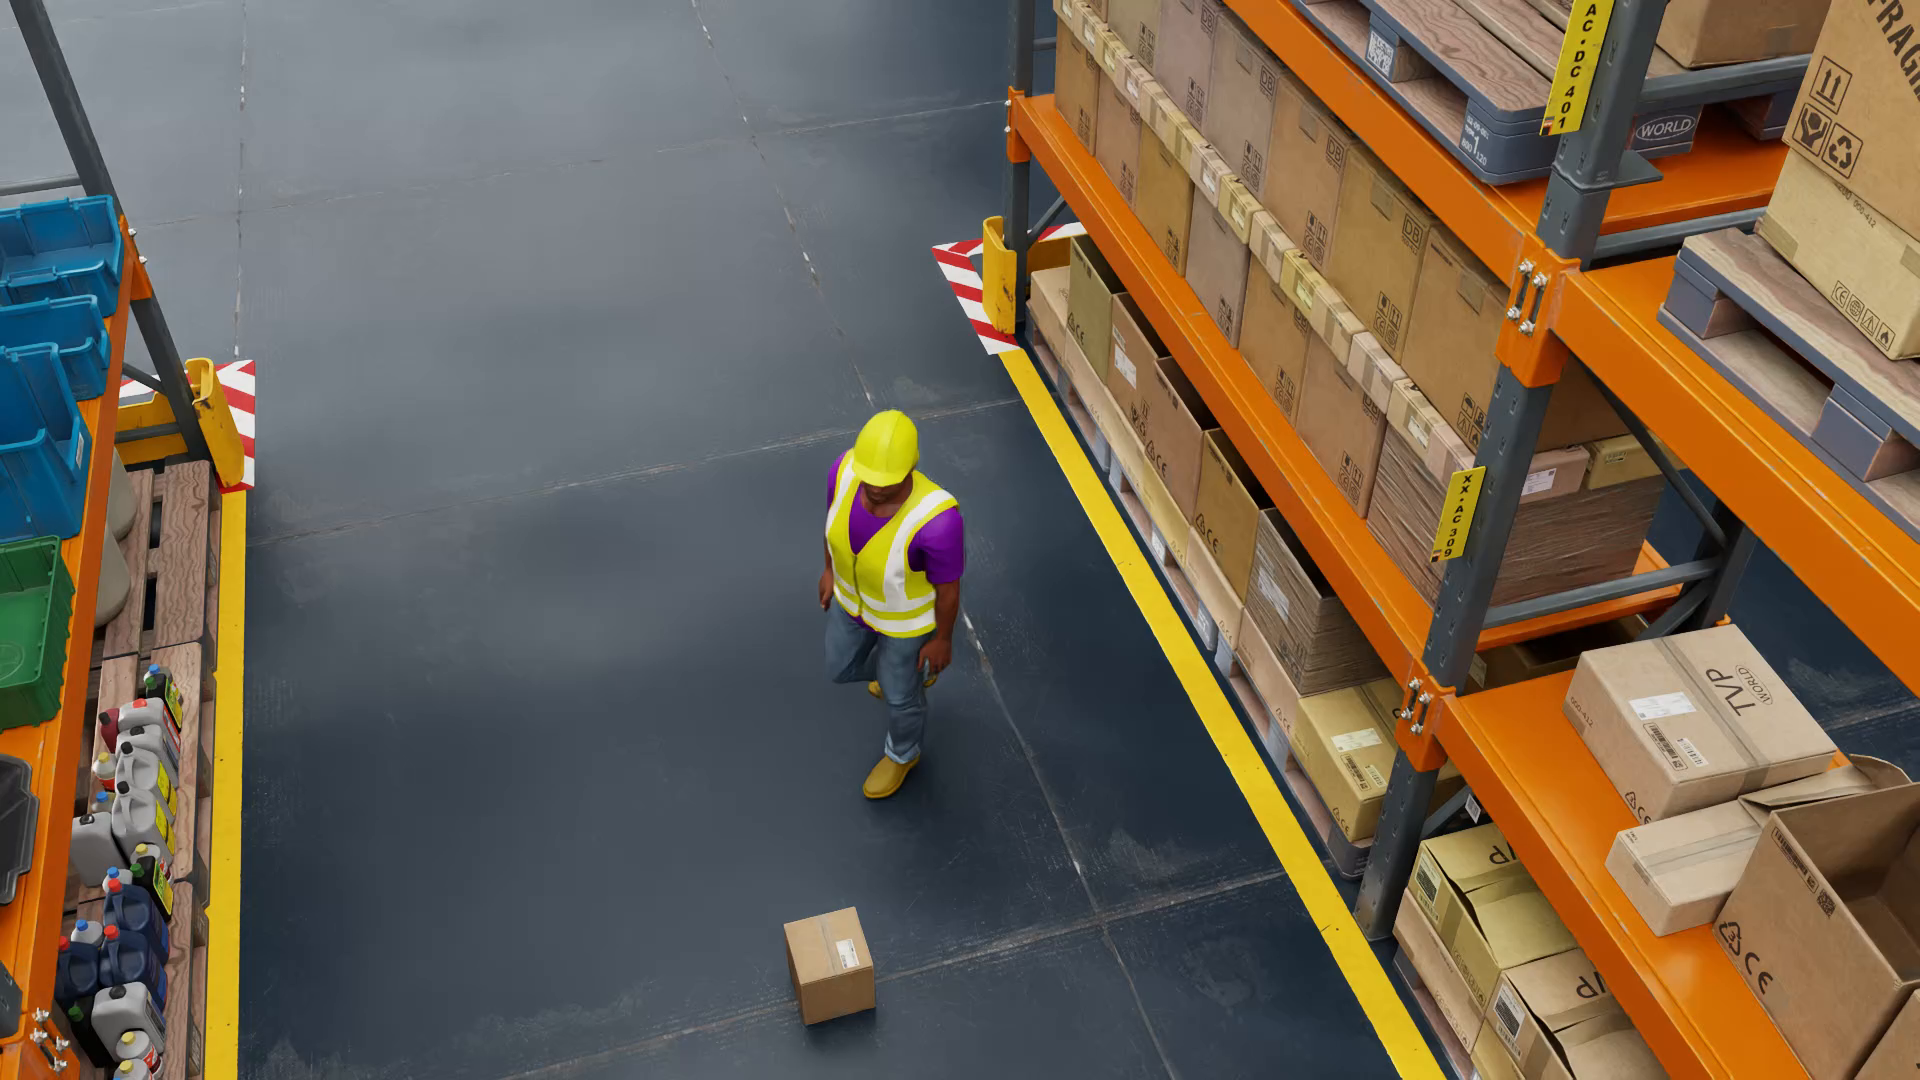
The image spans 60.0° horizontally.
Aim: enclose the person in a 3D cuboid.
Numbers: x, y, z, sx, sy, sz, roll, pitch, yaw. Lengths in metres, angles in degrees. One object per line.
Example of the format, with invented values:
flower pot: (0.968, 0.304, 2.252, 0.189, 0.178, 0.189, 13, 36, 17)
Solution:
person: (-0.208, 0.185, 5.915, 0.608, 1.764, 0.565, 29, 50, 28)
